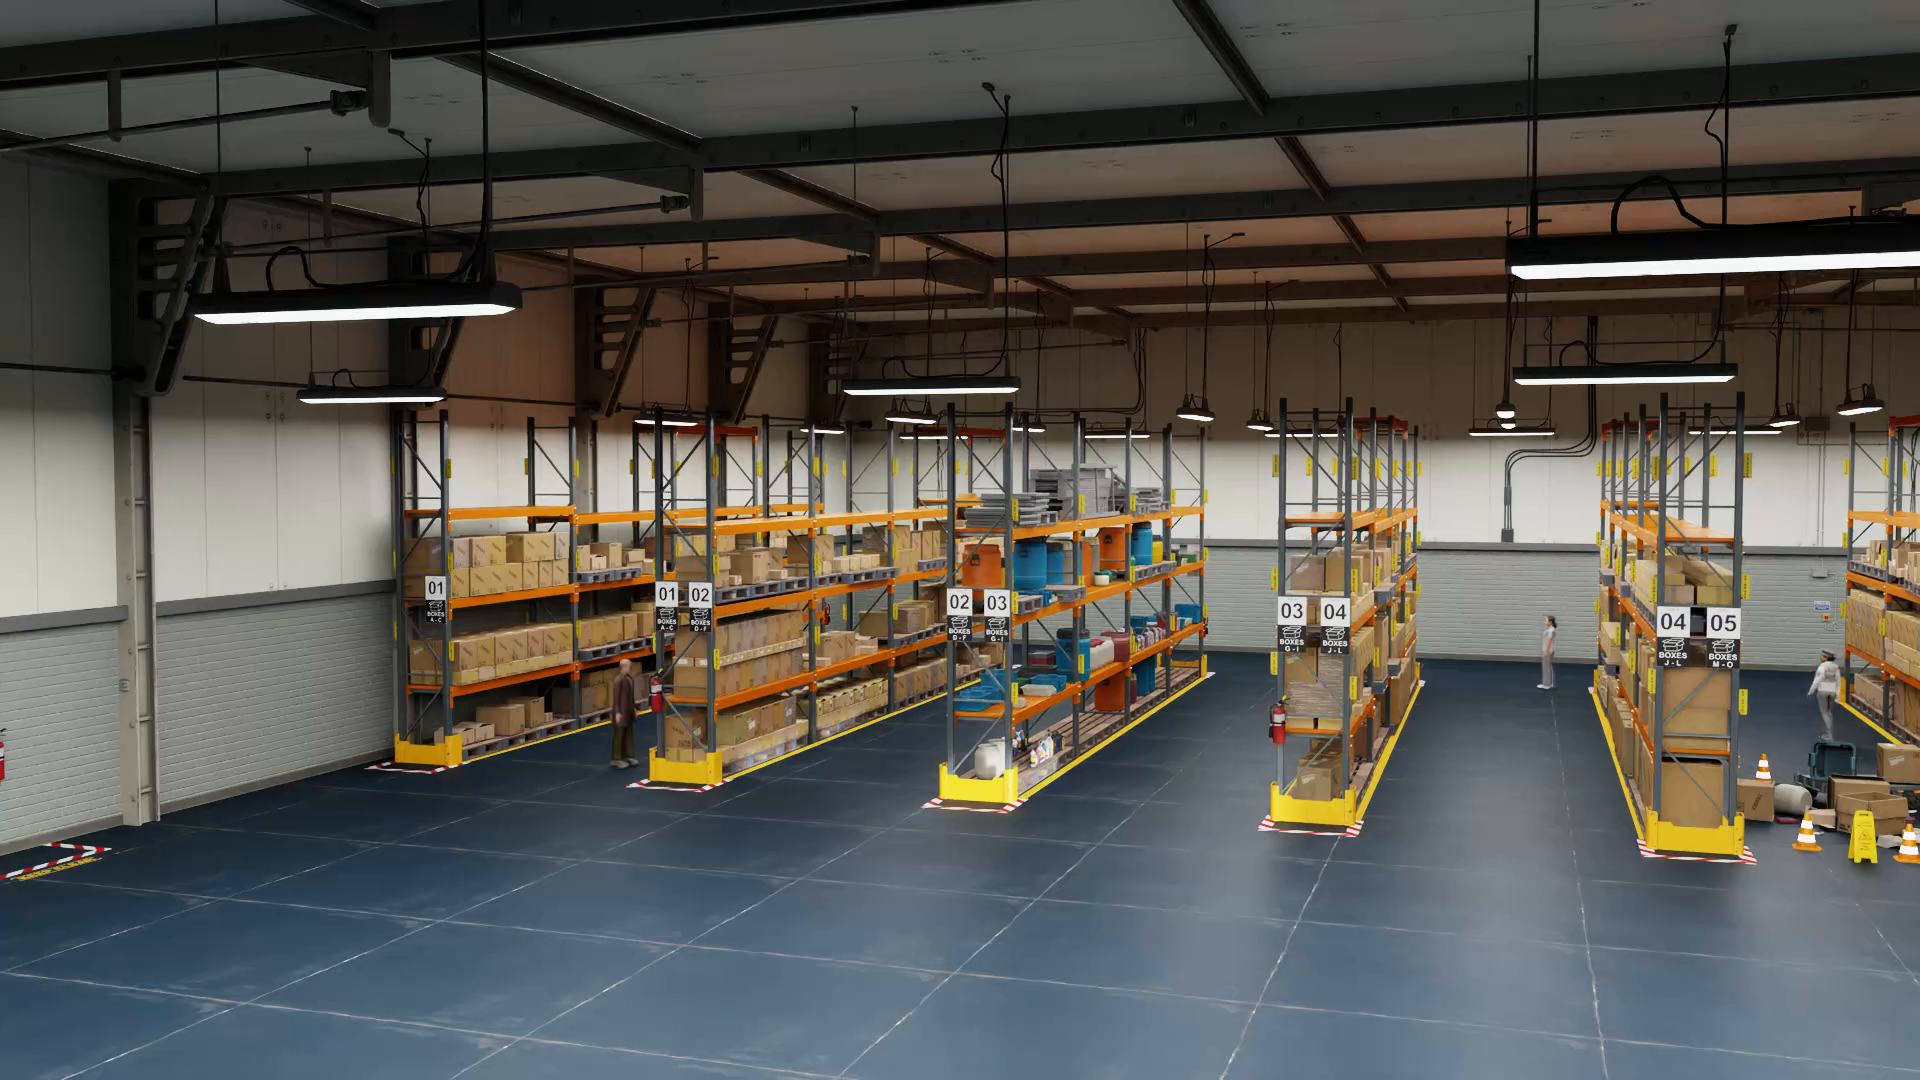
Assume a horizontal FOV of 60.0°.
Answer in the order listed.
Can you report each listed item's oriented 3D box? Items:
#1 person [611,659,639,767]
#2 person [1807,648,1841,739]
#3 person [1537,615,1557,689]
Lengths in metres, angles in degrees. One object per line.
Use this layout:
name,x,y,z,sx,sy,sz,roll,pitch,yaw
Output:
person,-5.638,2.903,28.010,0.467,1.799,0.604,1,3,14
person,15.946,2.848,30.623,0.548,1.722,0.651,0,2,0
person,13.361,2.567,37.822,0.409,1.719,0.534,2,3,35
